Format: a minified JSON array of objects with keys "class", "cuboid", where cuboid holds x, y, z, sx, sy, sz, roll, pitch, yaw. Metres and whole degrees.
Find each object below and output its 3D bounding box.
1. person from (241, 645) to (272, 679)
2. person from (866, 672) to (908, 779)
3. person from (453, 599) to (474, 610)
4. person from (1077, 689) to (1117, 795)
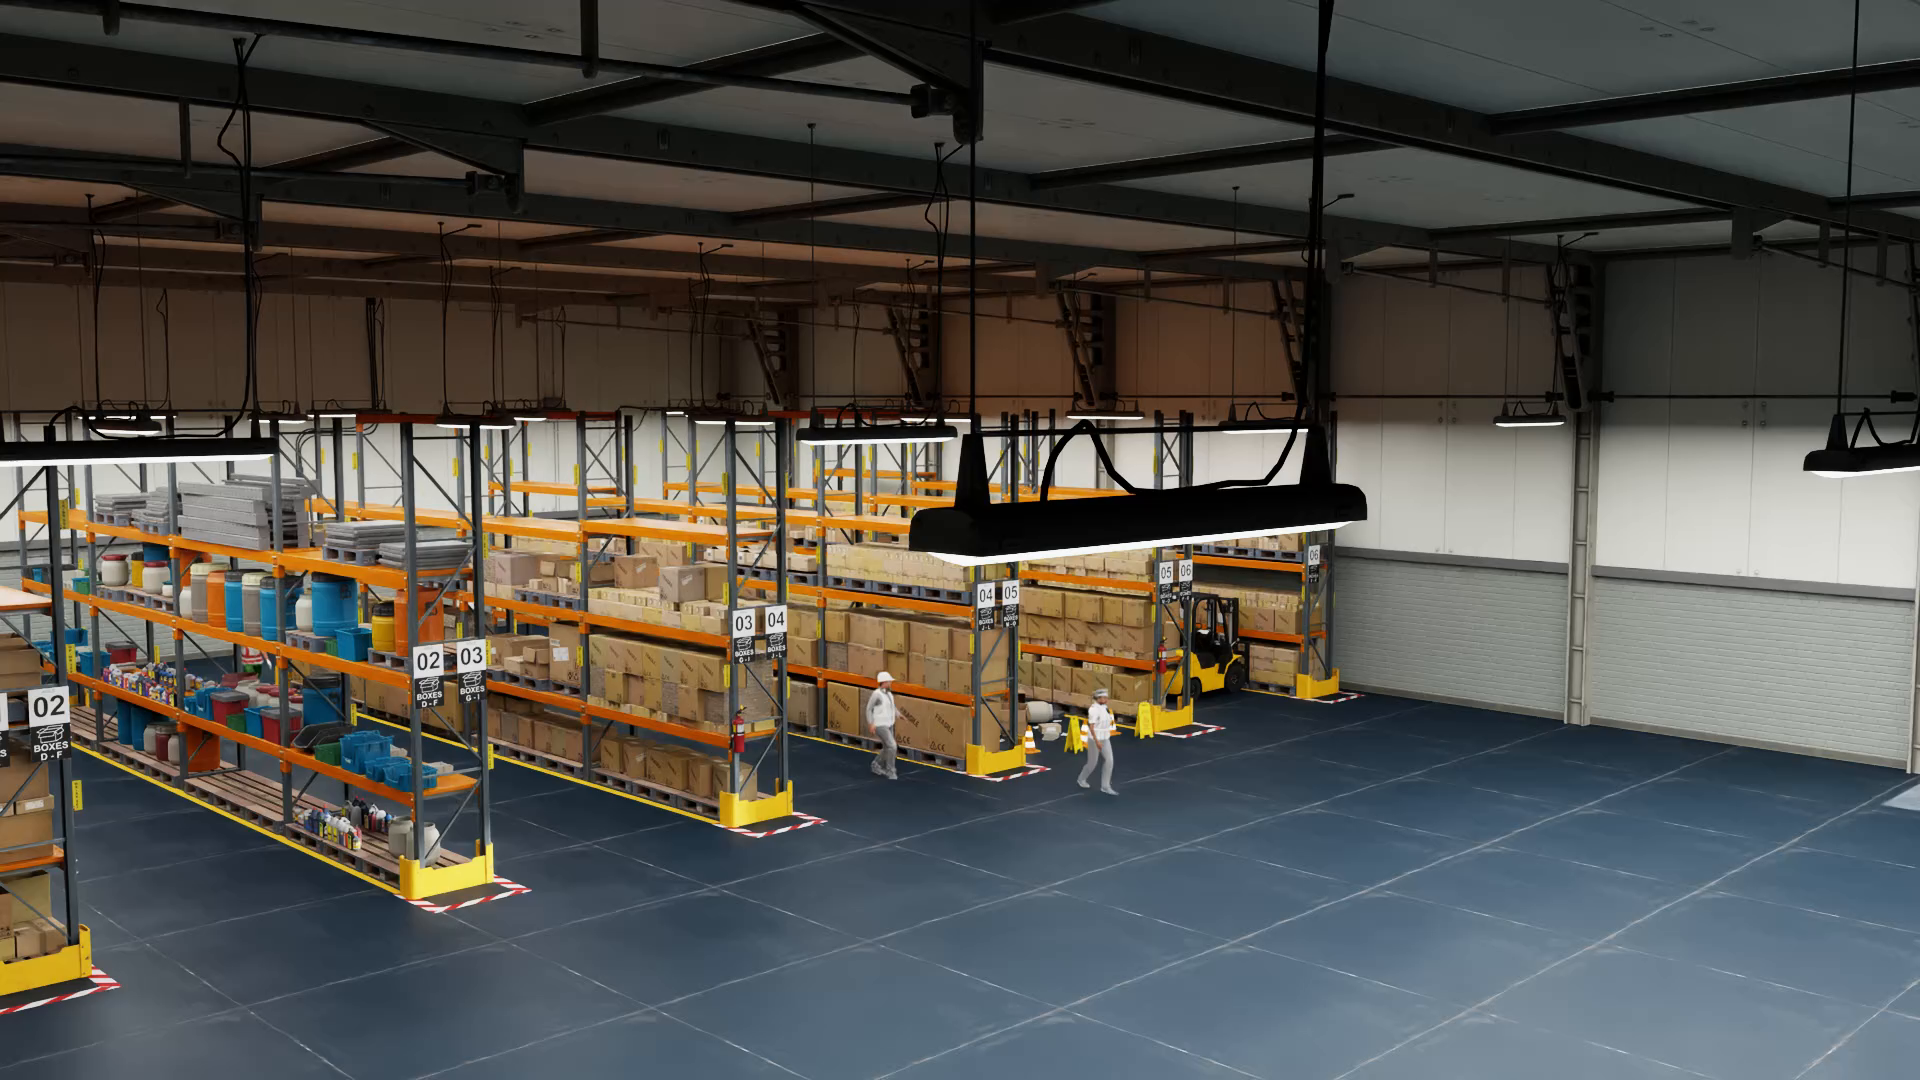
[{"class":"person","cuboid":[-14.331,2.508,33.725,0.672,1.724,1.034,-5,7,-44]},{"class":"person","cuboid":[-1.231,3.106,27.684,0.650,1.822,0.624,2,5,25]},{"class":"person","cuboid":[-12.633,1.783,42.403,0.560,1.709,1.116,-1,5,-11]},{"class":"person","cuboid":[2.224,3.213,26.634,0.739,1.683,0.535,4,6,39]}]
